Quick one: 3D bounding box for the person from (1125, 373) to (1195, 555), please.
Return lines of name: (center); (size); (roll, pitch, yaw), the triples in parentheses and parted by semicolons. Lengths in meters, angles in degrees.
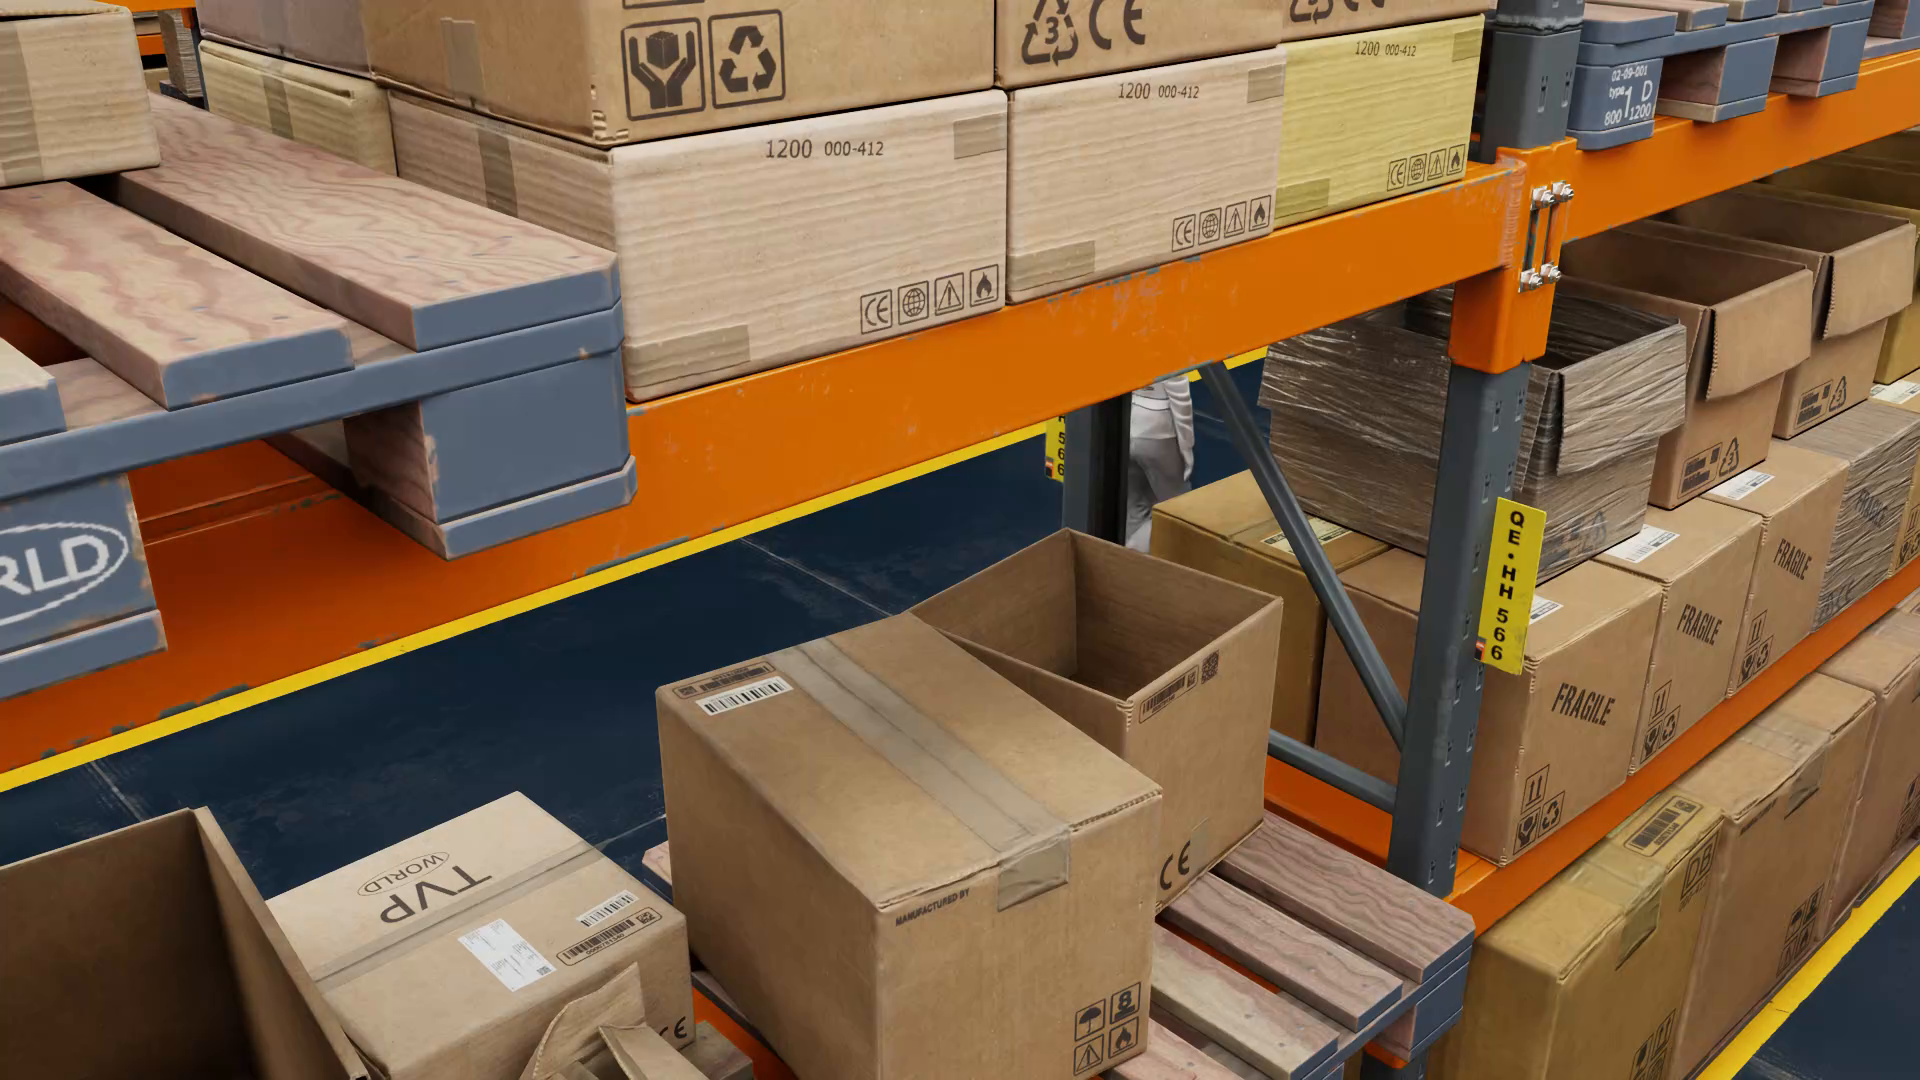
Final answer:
person: (0.757, -0.448, 7.028); (0.501, 1.664, 0.656); (23, 33, 40)
